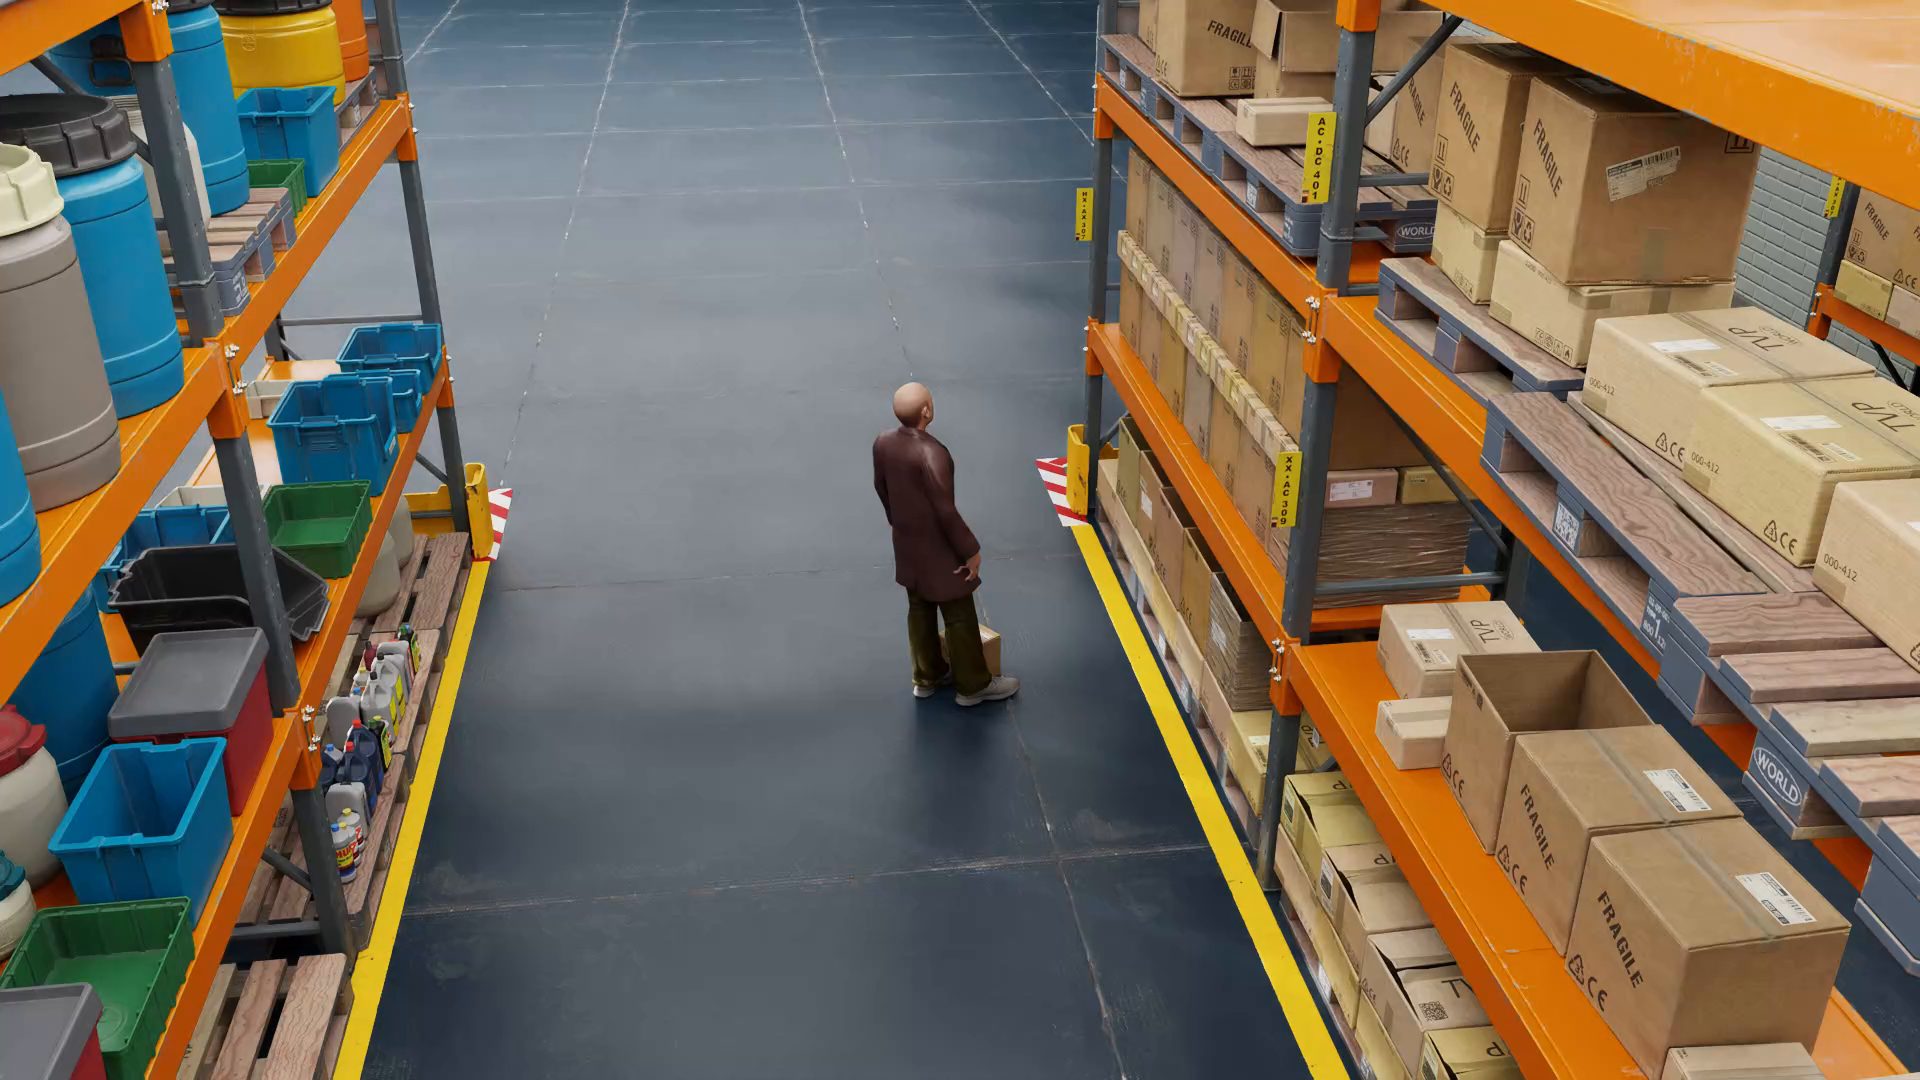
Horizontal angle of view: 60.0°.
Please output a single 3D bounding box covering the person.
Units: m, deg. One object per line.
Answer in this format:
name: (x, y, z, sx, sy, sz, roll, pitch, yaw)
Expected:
person: (-0.086, -0.003, 8.620, 0.579, 1.779, 0.697, -21, 33, -35)
